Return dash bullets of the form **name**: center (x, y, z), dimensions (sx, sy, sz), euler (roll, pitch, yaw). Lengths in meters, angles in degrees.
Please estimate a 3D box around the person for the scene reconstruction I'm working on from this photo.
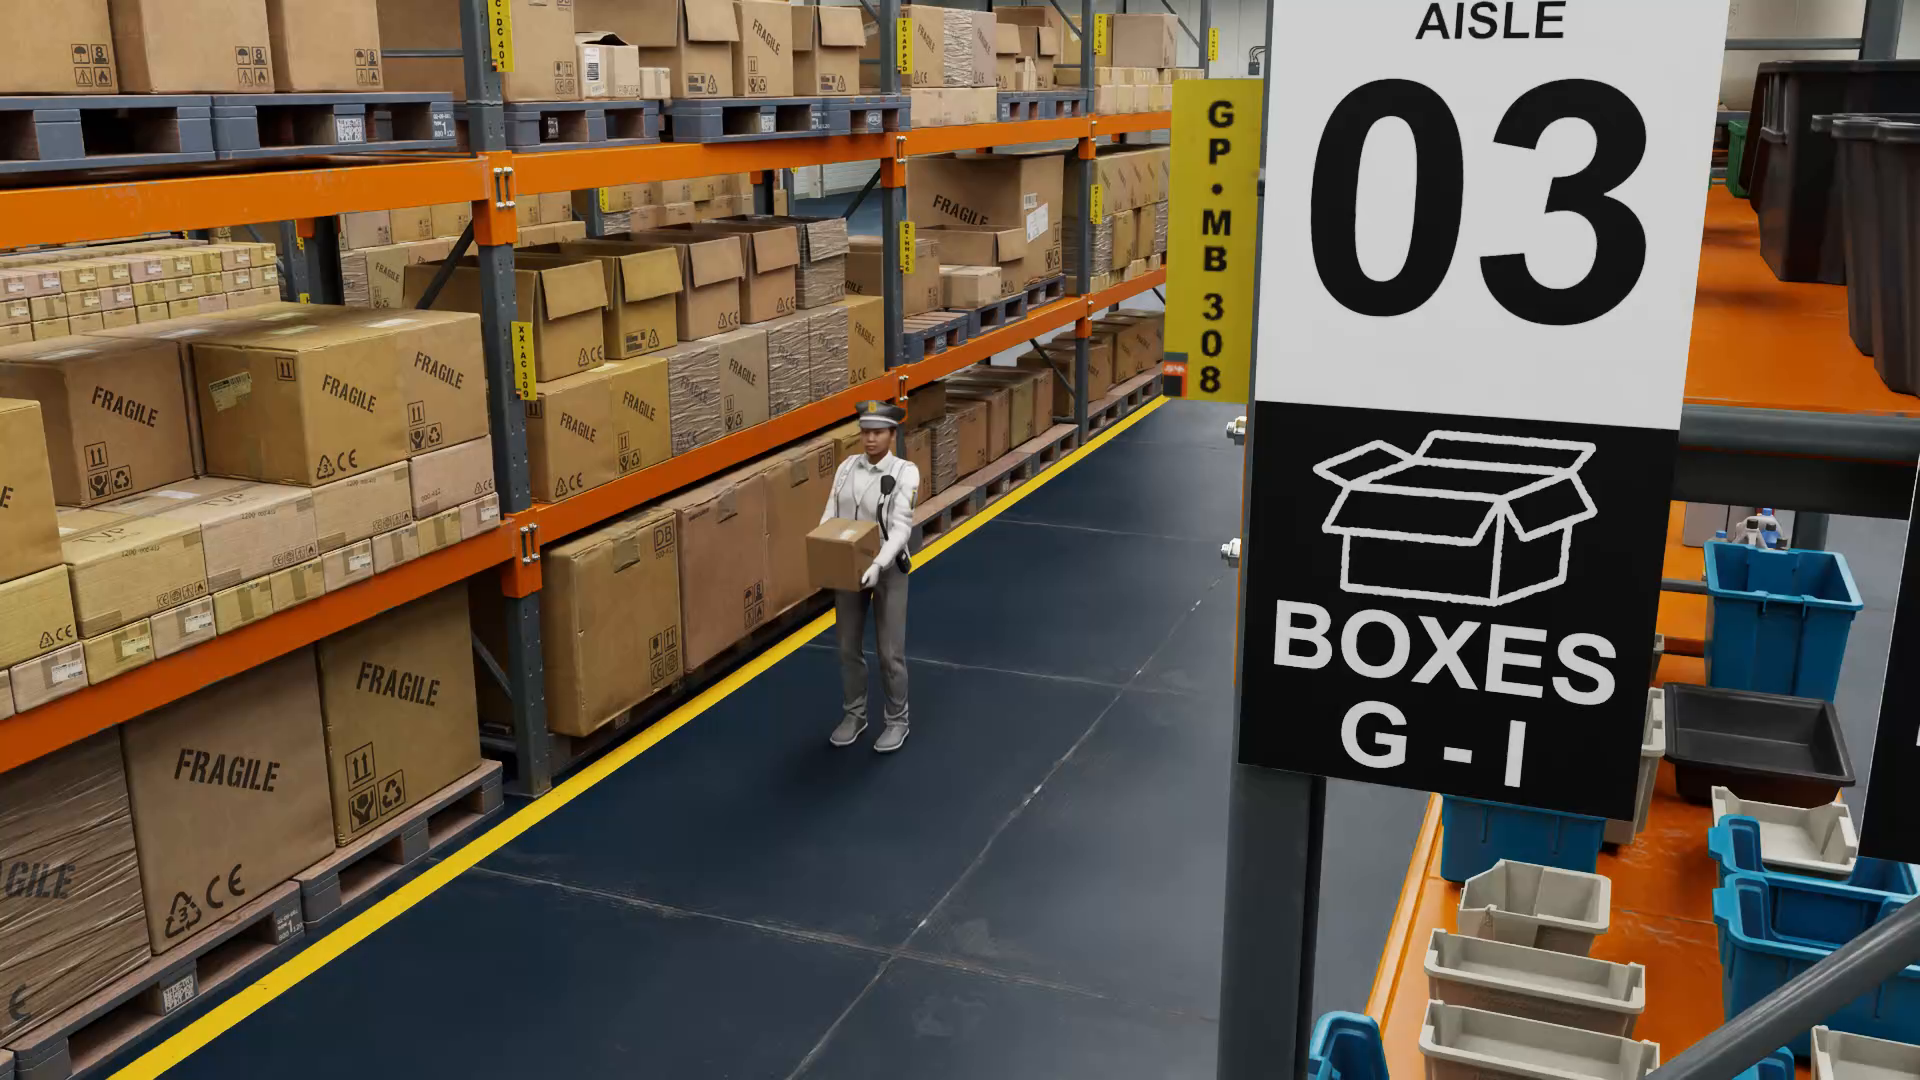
- **person**: center (-0.451, 0.177, 7.846), dimensions (0.459, 1.686, 0.558), euler (7, 17, 23)
